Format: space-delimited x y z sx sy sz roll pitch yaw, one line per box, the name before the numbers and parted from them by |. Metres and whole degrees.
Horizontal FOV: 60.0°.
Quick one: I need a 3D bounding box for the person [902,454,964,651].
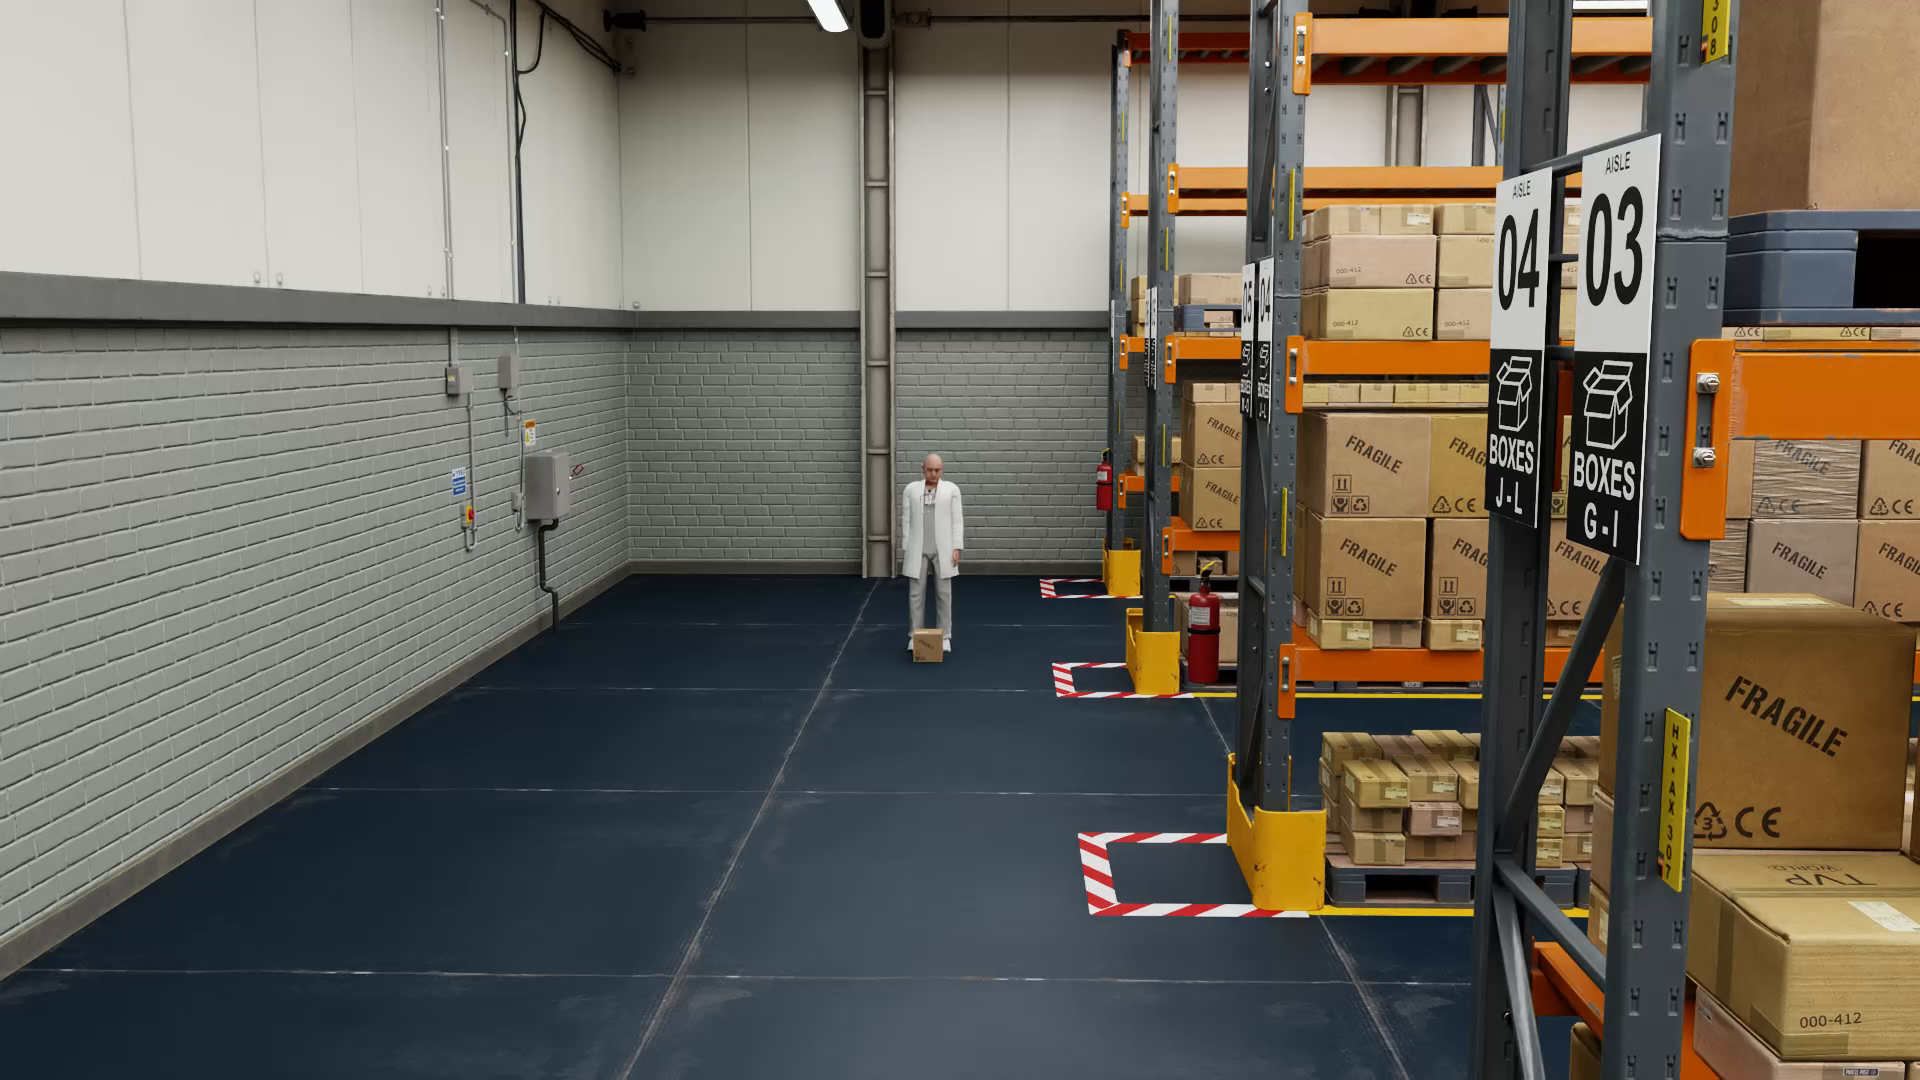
person | -0.248 0.109 14.985 0.562 1.777 0.383 0 7 2
